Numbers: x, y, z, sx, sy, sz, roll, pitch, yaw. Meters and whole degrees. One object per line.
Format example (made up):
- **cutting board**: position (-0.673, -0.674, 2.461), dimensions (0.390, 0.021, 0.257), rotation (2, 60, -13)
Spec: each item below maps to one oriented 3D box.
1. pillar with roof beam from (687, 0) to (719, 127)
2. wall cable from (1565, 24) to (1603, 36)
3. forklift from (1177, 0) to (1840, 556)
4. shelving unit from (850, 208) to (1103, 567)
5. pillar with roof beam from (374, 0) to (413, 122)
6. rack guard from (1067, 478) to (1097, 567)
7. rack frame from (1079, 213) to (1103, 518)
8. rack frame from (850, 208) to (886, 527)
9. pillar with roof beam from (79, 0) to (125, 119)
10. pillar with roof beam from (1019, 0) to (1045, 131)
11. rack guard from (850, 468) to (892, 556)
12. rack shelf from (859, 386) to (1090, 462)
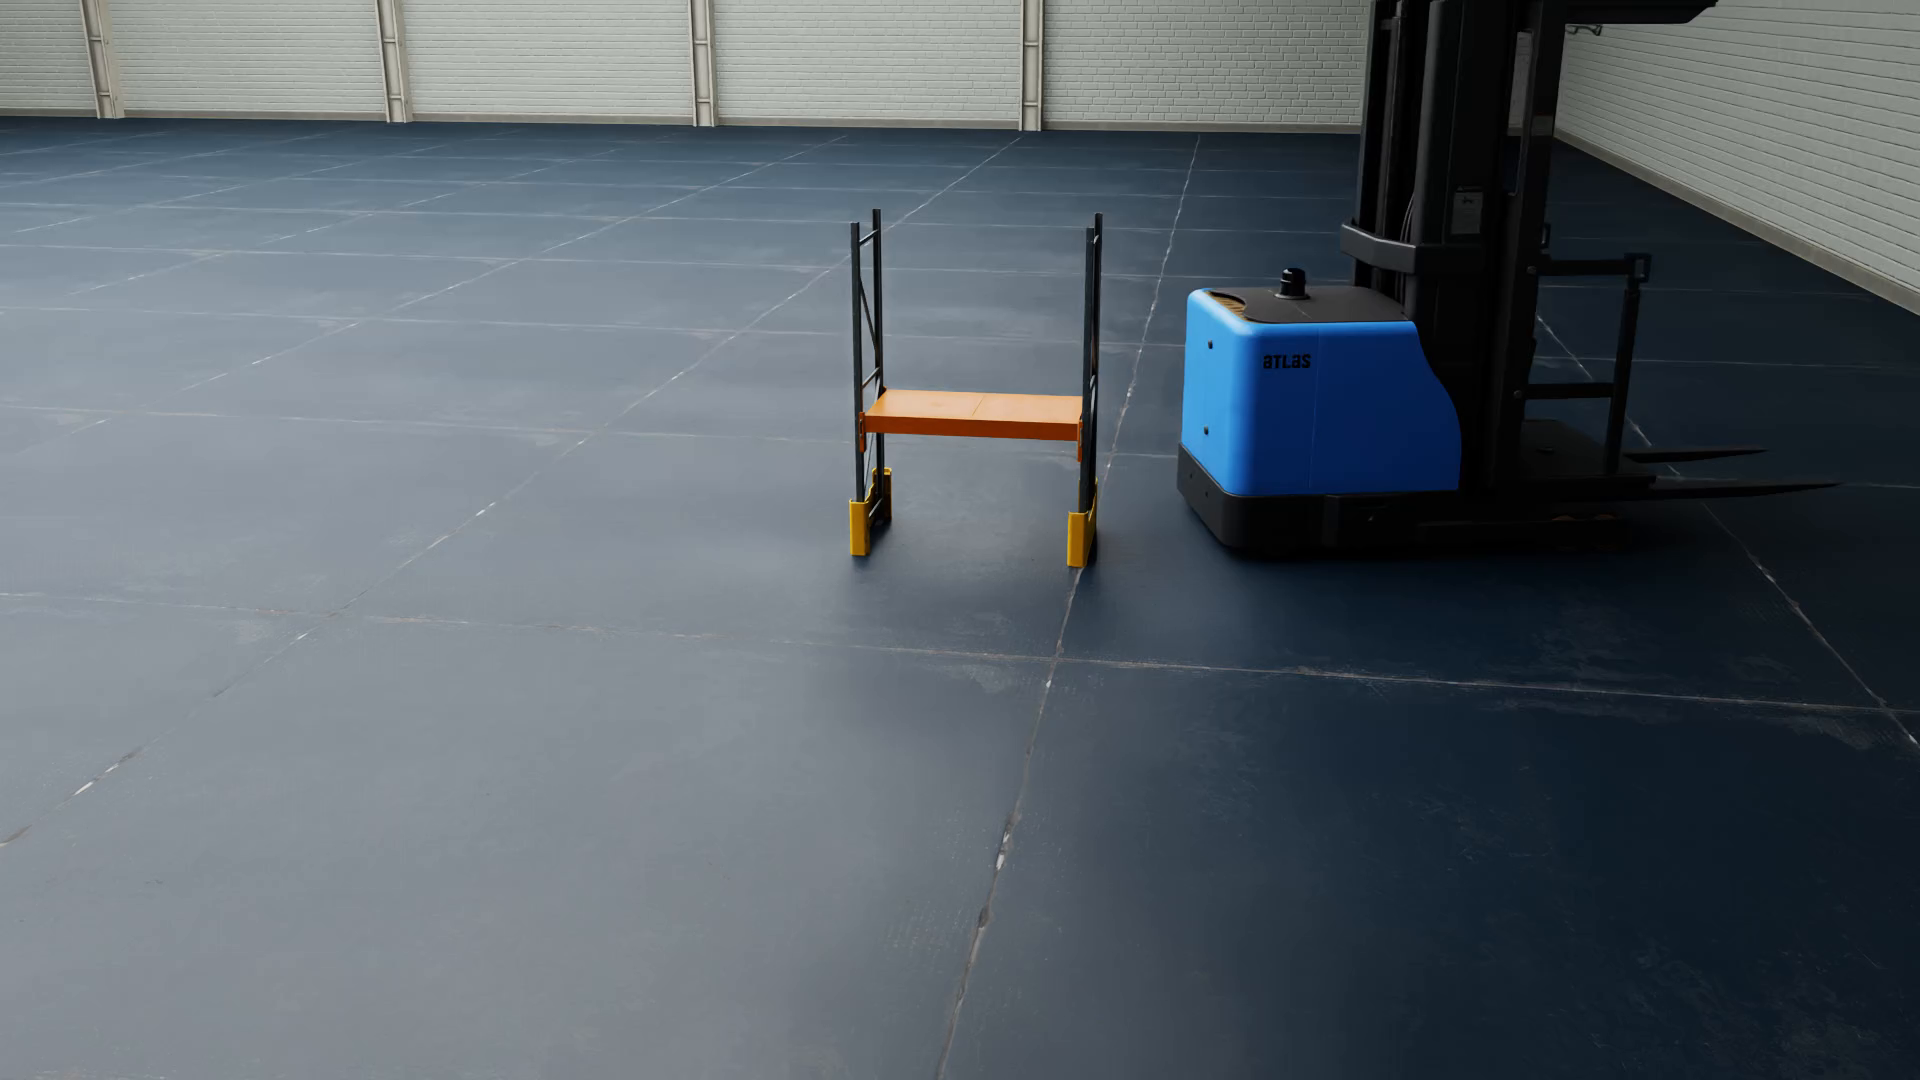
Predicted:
- **pillar with roof beam**: position (-5.343, -10.531, 25.096), dimensions (0.400, 9.000, 9.100), rotation (3, 19, 9)
- **wall cable**: position (9.887, -9.241, 26.133), dimensions (0.112, 2.526, 3.097), rotation (3, 19, 9)
- **forklift**: position (2.642, -1.499, 7.663), dimensions (3.031, 2.935, 1.130), rotation (-2, 19, -6)
- **shelving unit**: position (0.075, -0.707, 7.554), dimensions (1.083, 1.500, 0.587), rotation (3, 19, 9)
- **pillar with roof beam**: position (-11.267, -10.833, 25.998), dimensions (0.400, 9.000, 9.100), rotation (3, 19, 9)
- **rack guard**: position (0.567, -0.090, 7.677), dimensions (0.087, 0.250, 0.587), rotation (3, 19, 9)
- **rack frame**: position (0.586, -0.681, 7.476), dimensions (0.032, 1.500, 0.500), rotation (3, 19, 9)
- **rack frame**: position (-0.418, -0.733, 7.629), dimensions (0.032, 1.500, 0.500), rotation (3, 19, 9)
- **pillar with roof beam**: position (-17.191, -11.135, 26.901), dimensions (0.400, 9.000, 9.100), rotation (3, 19, 9)
- **pillar with roof beam**: position (0.581, -10.229, 24.193), dimensions (0.400, 9.000, 9.100), rotation (3, 19, 9)
- **rack guard**: position (-0.416, -0.140, 7.827), dimensions (0.087, 0.250, 0.587), rotation (3, 19, 9)
- **rack shelf**: position (0.084, -0.536, 7.609), dimensions (1.000, 0.185, 0.538), rotation (3, 19, 9)
